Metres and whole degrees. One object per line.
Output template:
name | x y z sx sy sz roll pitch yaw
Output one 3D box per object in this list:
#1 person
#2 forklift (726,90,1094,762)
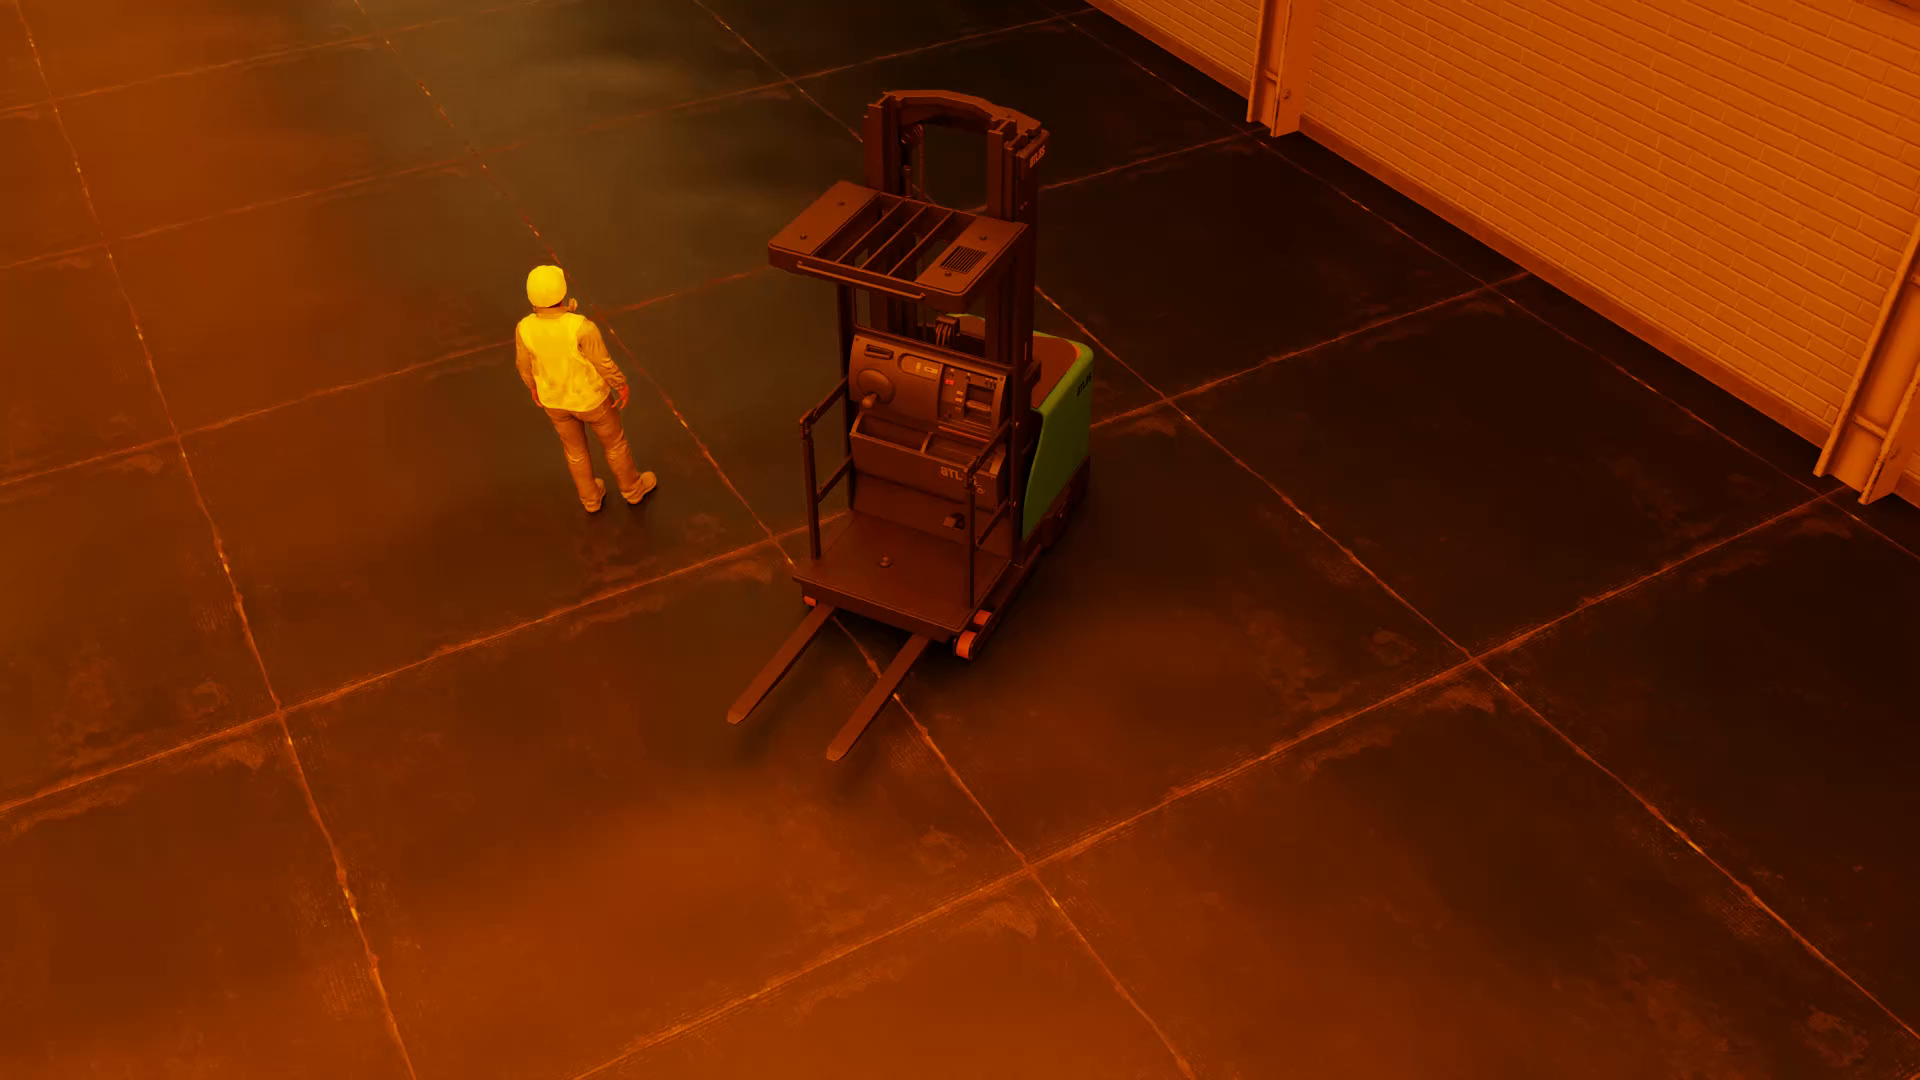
person | -2.298 -0.935 10.058 0.632 1.775 0.563 5 40 6
forklift | -0.276 -0.770 8.965 1.130 2.935 3.031 17 43 20
